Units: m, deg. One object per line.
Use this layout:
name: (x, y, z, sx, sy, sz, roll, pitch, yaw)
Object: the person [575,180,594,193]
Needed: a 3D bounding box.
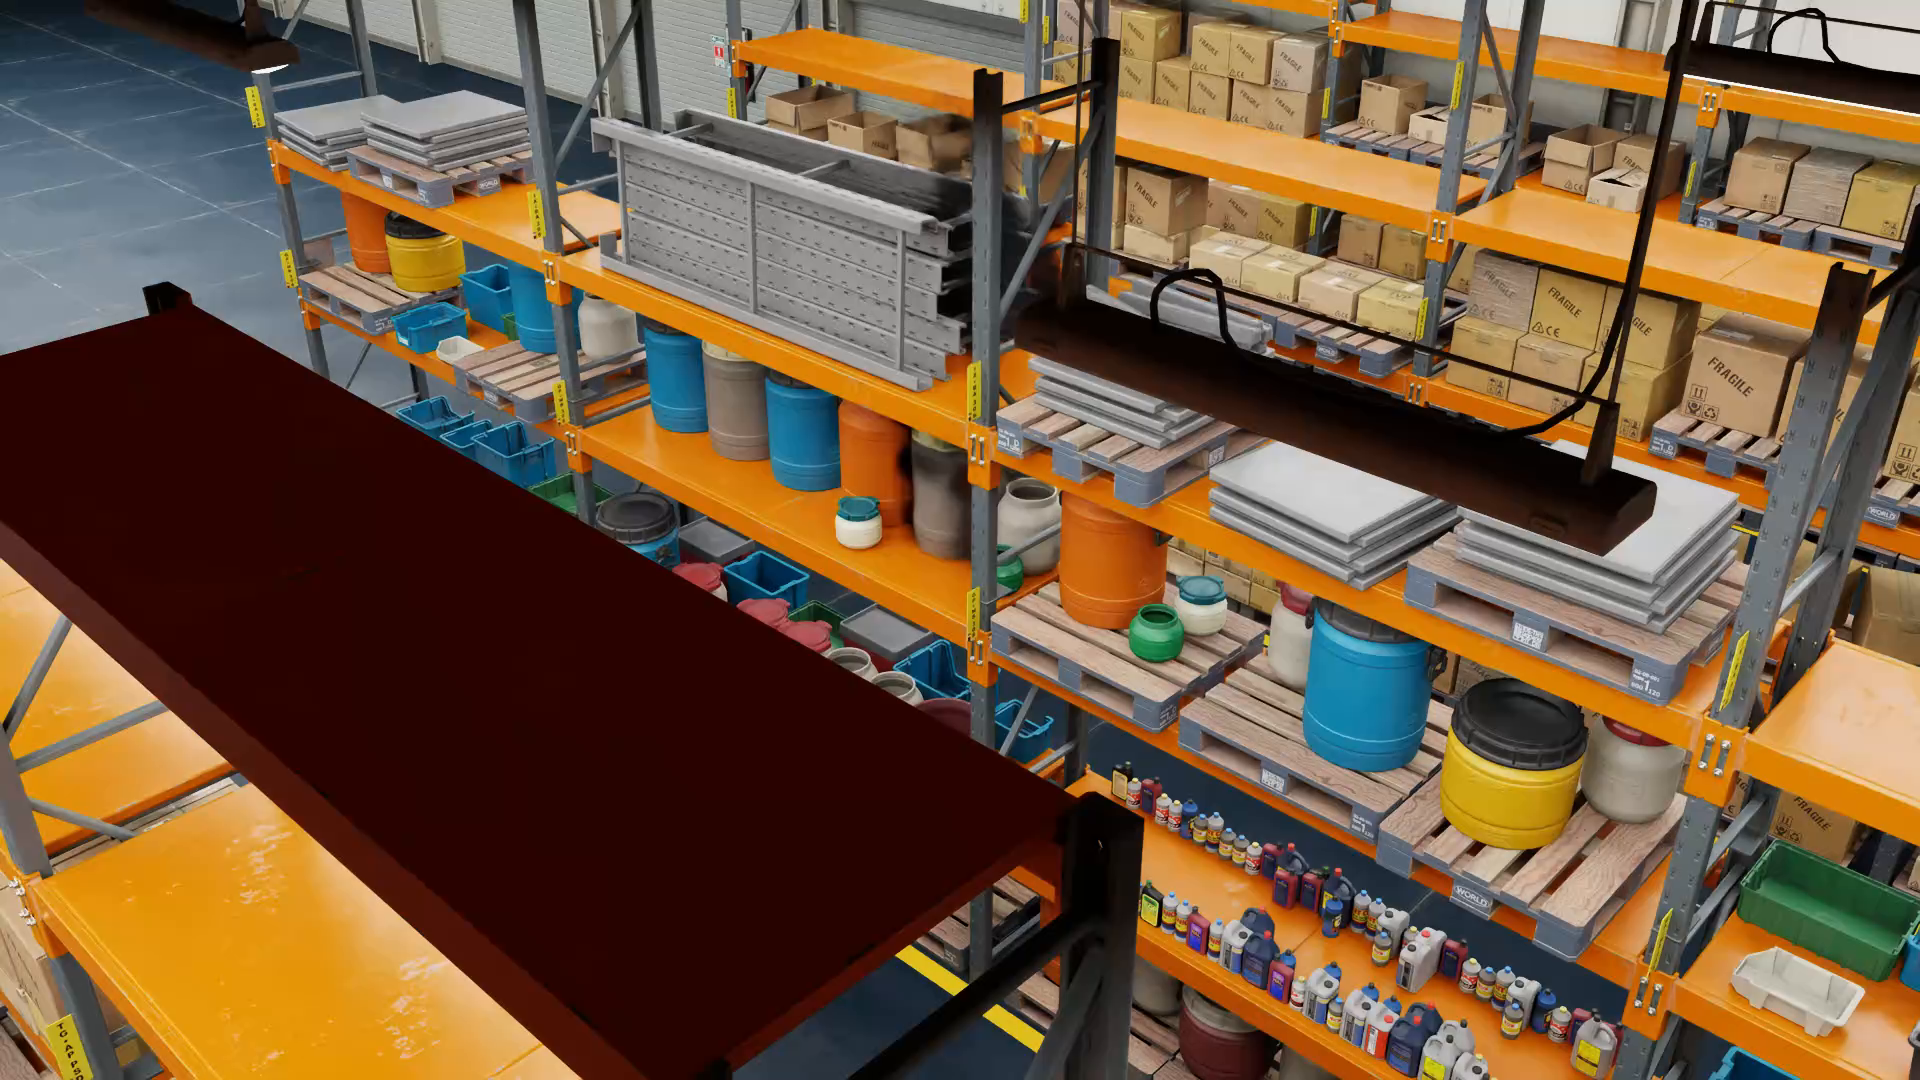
person: (-4.724, -3.722, 21.075, 0.602, 1.740, 0.665, -14, 32, -23)
